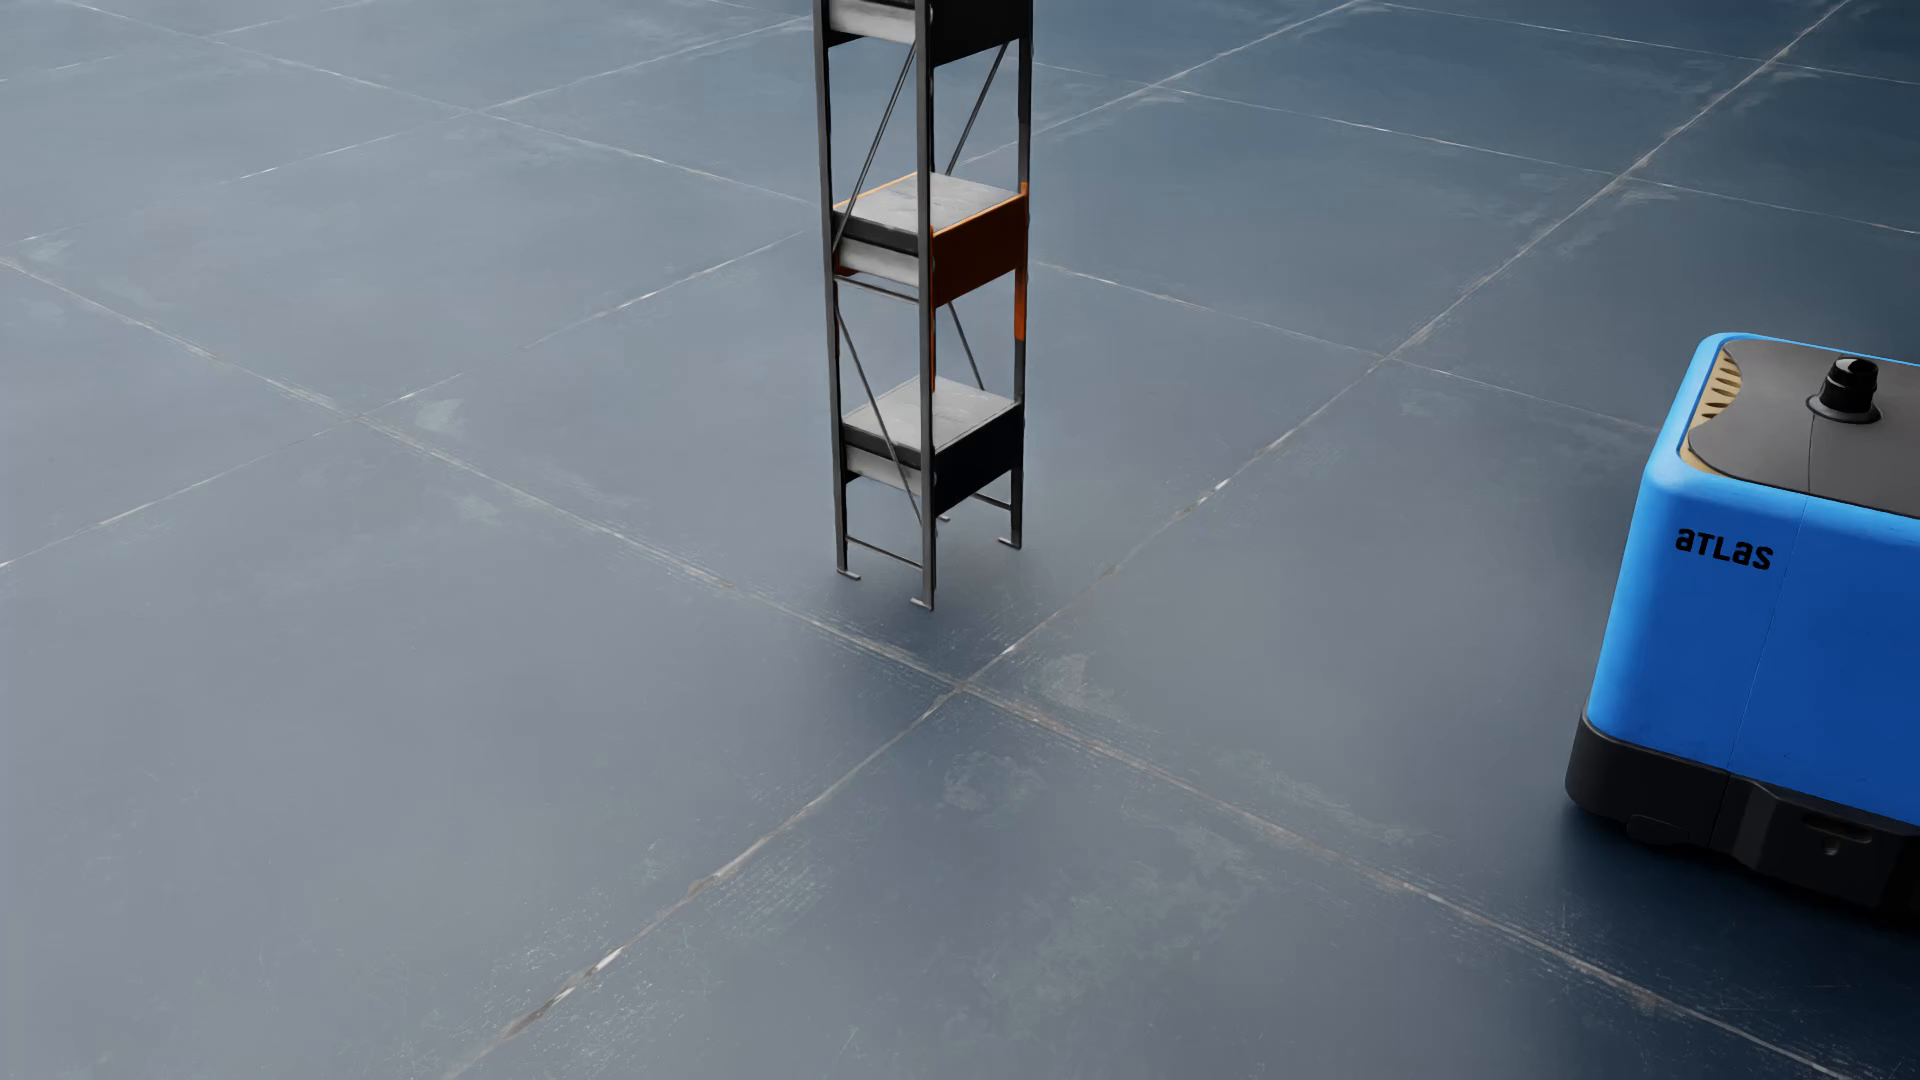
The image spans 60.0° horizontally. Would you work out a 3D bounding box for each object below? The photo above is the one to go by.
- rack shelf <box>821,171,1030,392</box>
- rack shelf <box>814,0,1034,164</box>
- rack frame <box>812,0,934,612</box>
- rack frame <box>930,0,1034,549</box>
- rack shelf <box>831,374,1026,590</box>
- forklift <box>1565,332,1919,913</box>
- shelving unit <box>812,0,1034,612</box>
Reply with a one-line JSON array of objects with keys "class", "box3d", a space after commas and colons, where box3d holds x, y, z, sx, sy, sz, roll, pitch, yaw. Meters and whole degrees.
[{"class": "rack shelf", "box3d": [-0.100, -0.824, 5.108, 0.431, 0.518, 0.480, 21, 37, 31]}, {"class": "rack shelf", "box3d": [-0.100, -1.426, 4.751, 0.431, 0.518, 0.480, 21, 37, 31]}, {"class": "rack frame", "box3d": [-0.247, -0.737, 4.934, 0.400, 2.100, 0.015, 21, 37, 31]}, {"class": "rack frame", "box3d": [0.047, -0.935, 5.269, 0.400, 2.100, 0.015, 21, 37, 31]}, {"class": "rack shelf", "box3d": [-0.100, -0.222, 5.465, 0.431, 0.518, 0.480, 21, 37, 31]}, {"class": "forklift", "box3d": [3.168, -0.357, 3.477, 3.031, 2.935, 1.130, 16, 34, 25]}, {"class": "shelving unit", "box3d": [-0.100, -0.836, 5.101, 0.431, 2.100, 0.503, 21, 37, 31]}]
